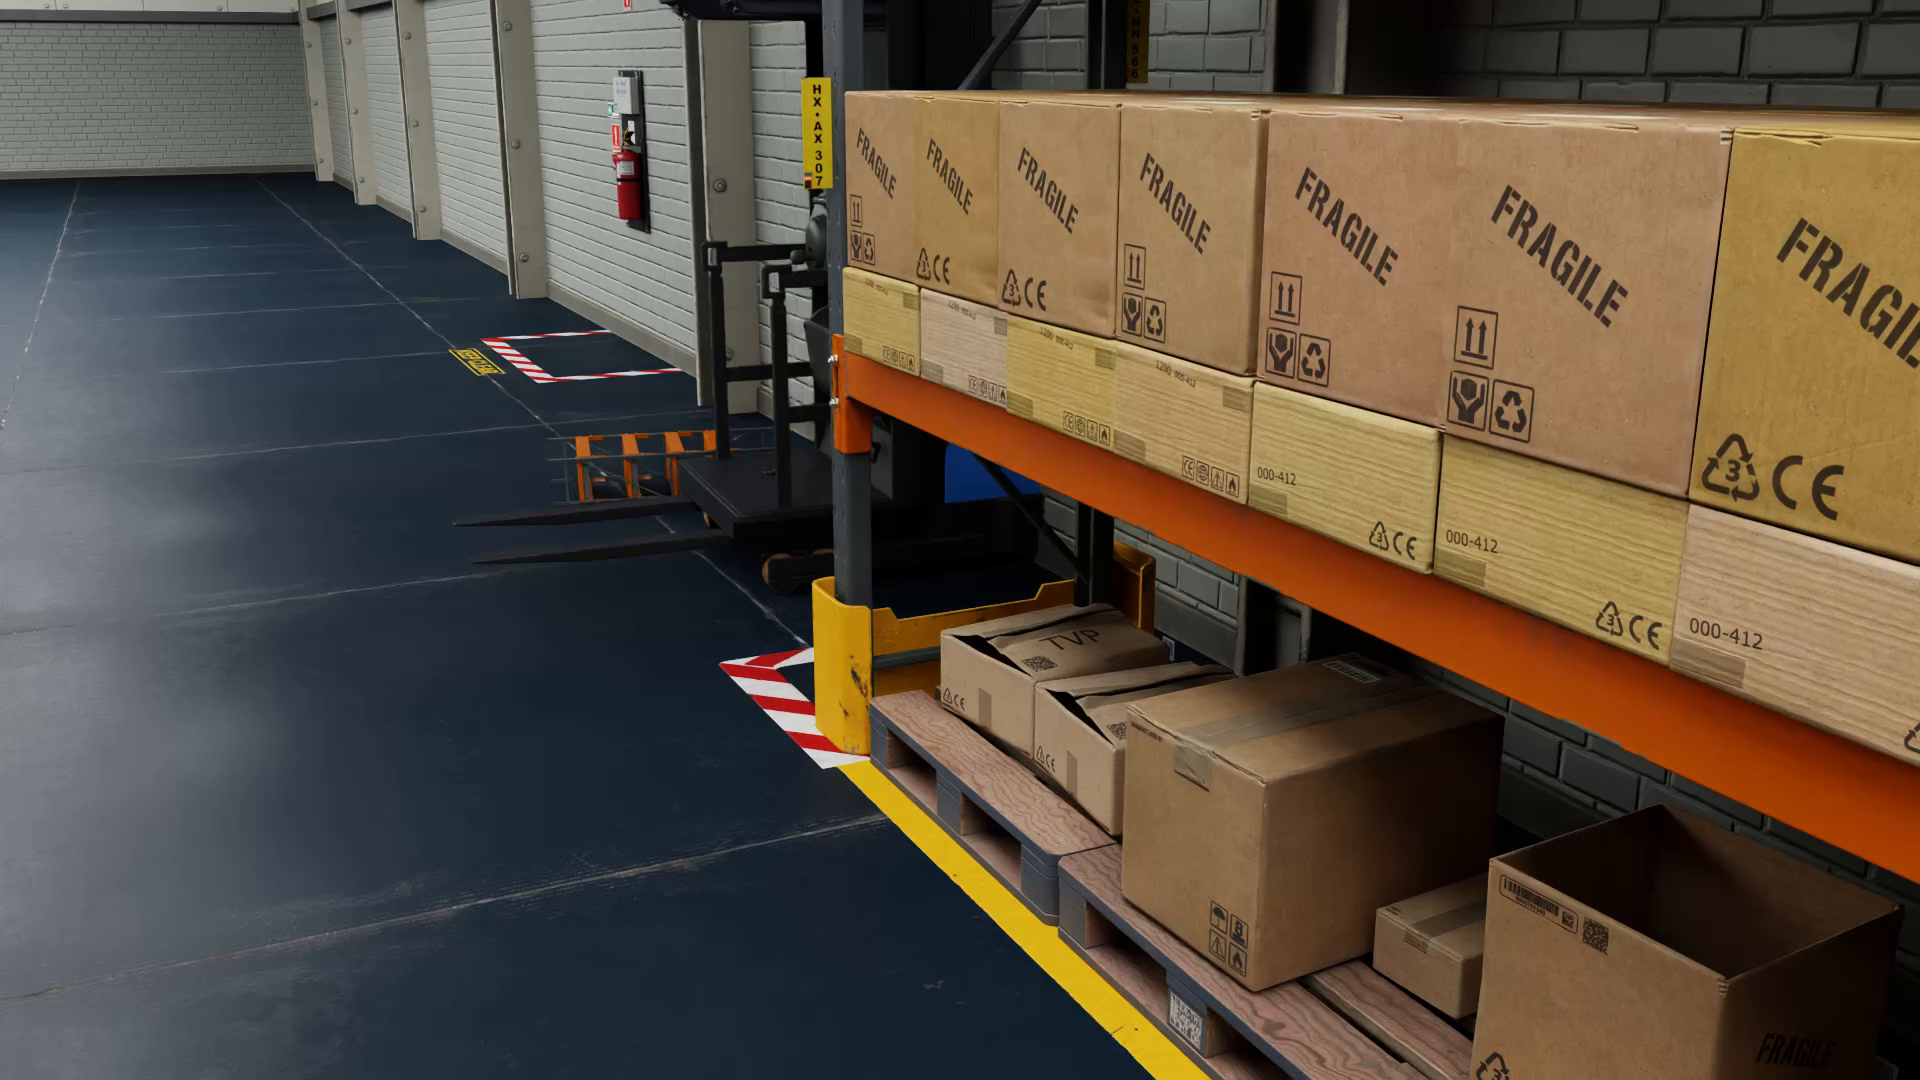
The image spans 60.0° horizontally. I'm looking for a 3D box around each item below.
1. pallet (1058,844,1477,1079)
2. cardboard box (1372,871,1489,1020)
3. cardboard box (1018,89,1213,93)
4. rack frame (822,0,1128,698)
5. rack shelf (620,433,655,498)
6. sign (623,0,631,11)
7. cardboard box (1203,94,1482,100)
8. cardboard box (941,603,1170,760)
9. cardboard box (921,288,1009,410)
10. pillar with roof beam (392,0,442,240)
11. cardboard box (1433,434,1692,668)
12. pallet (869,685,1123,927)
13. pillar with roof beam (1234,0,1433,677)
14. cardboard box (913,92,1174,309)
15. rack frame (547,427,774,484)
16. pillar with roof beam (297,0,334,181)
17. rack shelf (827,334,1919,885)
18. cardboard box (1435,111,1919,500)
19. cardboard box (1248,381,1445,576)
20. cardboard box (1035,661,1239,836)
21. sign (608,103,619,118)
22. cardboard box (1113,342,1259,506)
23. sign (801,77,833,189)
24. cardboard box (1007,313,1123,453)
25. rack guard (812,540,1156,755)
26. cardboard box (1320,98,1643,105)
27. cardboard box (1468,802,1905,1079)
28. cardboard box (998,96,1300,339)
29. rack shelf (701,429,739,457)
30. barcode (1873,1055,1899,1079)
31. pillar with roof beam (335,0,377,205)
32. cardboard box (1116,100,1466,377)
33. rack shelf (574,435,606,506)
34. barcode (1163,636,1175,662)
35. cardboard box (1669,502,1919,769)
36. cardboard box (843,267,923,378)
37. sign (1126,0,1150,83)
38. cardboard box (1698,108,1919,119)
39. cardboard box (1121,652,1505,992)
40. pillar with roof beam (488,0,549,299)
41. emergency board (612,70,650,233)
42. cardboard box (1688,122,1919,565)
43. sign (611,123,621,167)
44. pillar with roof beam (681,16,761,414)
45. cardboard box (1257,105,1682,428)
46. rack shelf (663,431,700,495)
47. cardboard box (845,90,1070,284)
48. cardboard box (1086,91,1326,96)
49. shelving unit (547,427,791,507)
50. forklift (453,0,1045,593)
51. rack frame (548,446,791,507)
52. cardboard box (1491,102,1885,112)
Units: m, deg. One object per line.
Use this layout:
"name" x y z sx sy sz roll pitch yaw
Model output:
"pallet" 0.948 0.991 3.915 1.003 0.211 1.213 -8 18 -25
"cardboard box" 1.130 0.876 3.633 0.380 0.149 0.250 -9 18 -29
"cardboard box" 0.458 -1.083 4.963 0.500 0.500 0.500 -8 18 -26
"rack frame" 0.060 -0.876 5.366 1.000 3.000 0.127 -8 18 -25
"rack shelf" -1.649 -0.373 8.518 0.148 0.258 0.480 -4 16 -13
"sign" -2.446 -4.041 12.190 0.001 0.298 0.199 -8 18 -25
"cardboard box" 0.900 -0.829 4.079 0.500 0.500 0.500 -8 18 -26
"cardboard box" 0.283 0.387 5.040 0.500 0.311 0.500 -10 19 -31
"cardboard box" 0.229 -0.527 4.386 0.500 0.250 0.500 -8 18 -27
"pillar with roof beam" -10.611 -7.634 18.038 9.100 9.000 0.400 -8 18 -25
"cardboard box" 1.122 -0.027 2.643 0.500 0.250 0.500 -8 18 -25
"pallet" 0.418 0.689 4.968 1.003 0.211 1.213 -8 18 -25
"pillar with roof beam" -2.725 -3.171 2.485 9.100 9.000 0.400 -8 18 -25
"cardboard box" 0.207 -0.896 4.310 0.500 0.500 0.500 -8 18 -25
"rack frame" -1.555 -0.449 8.782 1.200 0.240 0.015 -4 16 -13
"pillar with roof beam" -15.868 -10.609 28.407 9.100 9.000 0.400 -8 18 -25
"rack shelf" 0.937 -0.034 3.737 1.077 0.370 4.000 -8 18 -25
"cardboard box" 1.104 -0.385 2.531 0.500 0.500 0.500 -8 18 -25
"cardboard box" 0.888 -0.150 3.071 0.500 0.250 0.500 -8 18 -25
"cardboard box" 0.532 0.529 4.548 0.500 0.311 0.500 -6 17 -20
"sign" -2.688 -3.331 12.896 0.001 0.109 0.331 -8 18 -25
"cardboard box" 0.666 -0.275 3.505 0.500 0.250 0.500 -7 18 -24
"sign" -0.427 -1.227 5.018 0.100 0.325 0.005 -8 18 -25
"cardboard box" 0.447 -0.400 3.943 0.500 0.250 0.500 -8 18 -26
"rack guard" 0.094 0.344 5.645 1.175 0.500 0.348 -8 18 -25
"cardboard box" 1.121 -0.704 3.643 0.500 0.500 0.500 -7 18 -24
"cardboard box" 1.322 0.853 3.074 0.500 0.500 0.500 -9 18 -29
"cardboard box" 0.428 -0.767 3.861 0.500 0.500 0.500 -8 18 -27
"rack shelf" -1.239 -0.401 8.614 0.148 0.258 0.480 -4 16 -13
"barcode" 1.710 0.993 3.093 0.001 0.075 0.075 -8 18 -25
"pillar with roof beam" -13.239 -9.122 23.222 9.100 9.000 0.400 -8 18 -25
"cardboard box" 0.665 -0.640 3.420 0.500 0.500 0.500 -7 17 -23
"rack shelf" -1.879 -0.358 8.465 0.148 0.258 0.480 -4 16 -13
"barcode" 0.650 0.339 5.192 0.001 0.075 0.075 -8 18 -25
"cardboard box" 1.333 0.097 2.209 0.500 0.250 0.500 -8 18 -25
"cardboard box" -0.011 -0.654 4.828 0.500 0.250 0.500 -8 18 -27
"sign" 0.568 -1.647 5.379 0.100 0.325 0.005 -8 18 -25
"cardboard box" 1.571 -0.453 2.767 0.500 0.500 0.500 -8 18 -25
"cardboard box" 0.809 0.626 3.867 0.700 0.500 0.500 -9 18 -28
"pillar with roof beam" -7.982 -6.146 12.854 9.100 9.000 0.400 -8 18 -25
"emergency board" -2.532 -2.912 12.461 0.194 1.169 0.643 -8 18 -25
"cardboard box" 1.328 -0.262 2.102 0.500 0.500 0.500 -8 18 -25
"sign" -2.682 -3.079 12.977 0.001 0.329 0.234 -8 18 -25
"pillar with roof beam" -5.354 -4.658 7.669 9.100 9.000 0.400 -8 18 -25
"cardboard box" 0.893 -0.511 2.971 0.500 0.500 0.500 -8 18 -26
"rack shelf" -1.432 -0.388 8.569 0.148 0.258 0.480 -4 16 -13
"cardboard box" -0.001 -1.019 4.741 0.500 0.500 0.500 -8 18 -25
"cardboard box" 0.670 -0.957 4.523 0.500 0.500 0.500 -7 18 -24
"shelving unit" -1.497 -0.384 8.554 1.200 0.258 0.503 -4 16 -13
"forklift" -0.676 -1.350 7.143 3.031 2.935 1.130 -7 17 -22
"rack frame" -1.440 -0.318 8.326 1.200 0.240 0.015 -4 16 -13
"cardboard box" 1.358 -0.577 3.200 0.500 0.500 0.500 -7 17 -23
